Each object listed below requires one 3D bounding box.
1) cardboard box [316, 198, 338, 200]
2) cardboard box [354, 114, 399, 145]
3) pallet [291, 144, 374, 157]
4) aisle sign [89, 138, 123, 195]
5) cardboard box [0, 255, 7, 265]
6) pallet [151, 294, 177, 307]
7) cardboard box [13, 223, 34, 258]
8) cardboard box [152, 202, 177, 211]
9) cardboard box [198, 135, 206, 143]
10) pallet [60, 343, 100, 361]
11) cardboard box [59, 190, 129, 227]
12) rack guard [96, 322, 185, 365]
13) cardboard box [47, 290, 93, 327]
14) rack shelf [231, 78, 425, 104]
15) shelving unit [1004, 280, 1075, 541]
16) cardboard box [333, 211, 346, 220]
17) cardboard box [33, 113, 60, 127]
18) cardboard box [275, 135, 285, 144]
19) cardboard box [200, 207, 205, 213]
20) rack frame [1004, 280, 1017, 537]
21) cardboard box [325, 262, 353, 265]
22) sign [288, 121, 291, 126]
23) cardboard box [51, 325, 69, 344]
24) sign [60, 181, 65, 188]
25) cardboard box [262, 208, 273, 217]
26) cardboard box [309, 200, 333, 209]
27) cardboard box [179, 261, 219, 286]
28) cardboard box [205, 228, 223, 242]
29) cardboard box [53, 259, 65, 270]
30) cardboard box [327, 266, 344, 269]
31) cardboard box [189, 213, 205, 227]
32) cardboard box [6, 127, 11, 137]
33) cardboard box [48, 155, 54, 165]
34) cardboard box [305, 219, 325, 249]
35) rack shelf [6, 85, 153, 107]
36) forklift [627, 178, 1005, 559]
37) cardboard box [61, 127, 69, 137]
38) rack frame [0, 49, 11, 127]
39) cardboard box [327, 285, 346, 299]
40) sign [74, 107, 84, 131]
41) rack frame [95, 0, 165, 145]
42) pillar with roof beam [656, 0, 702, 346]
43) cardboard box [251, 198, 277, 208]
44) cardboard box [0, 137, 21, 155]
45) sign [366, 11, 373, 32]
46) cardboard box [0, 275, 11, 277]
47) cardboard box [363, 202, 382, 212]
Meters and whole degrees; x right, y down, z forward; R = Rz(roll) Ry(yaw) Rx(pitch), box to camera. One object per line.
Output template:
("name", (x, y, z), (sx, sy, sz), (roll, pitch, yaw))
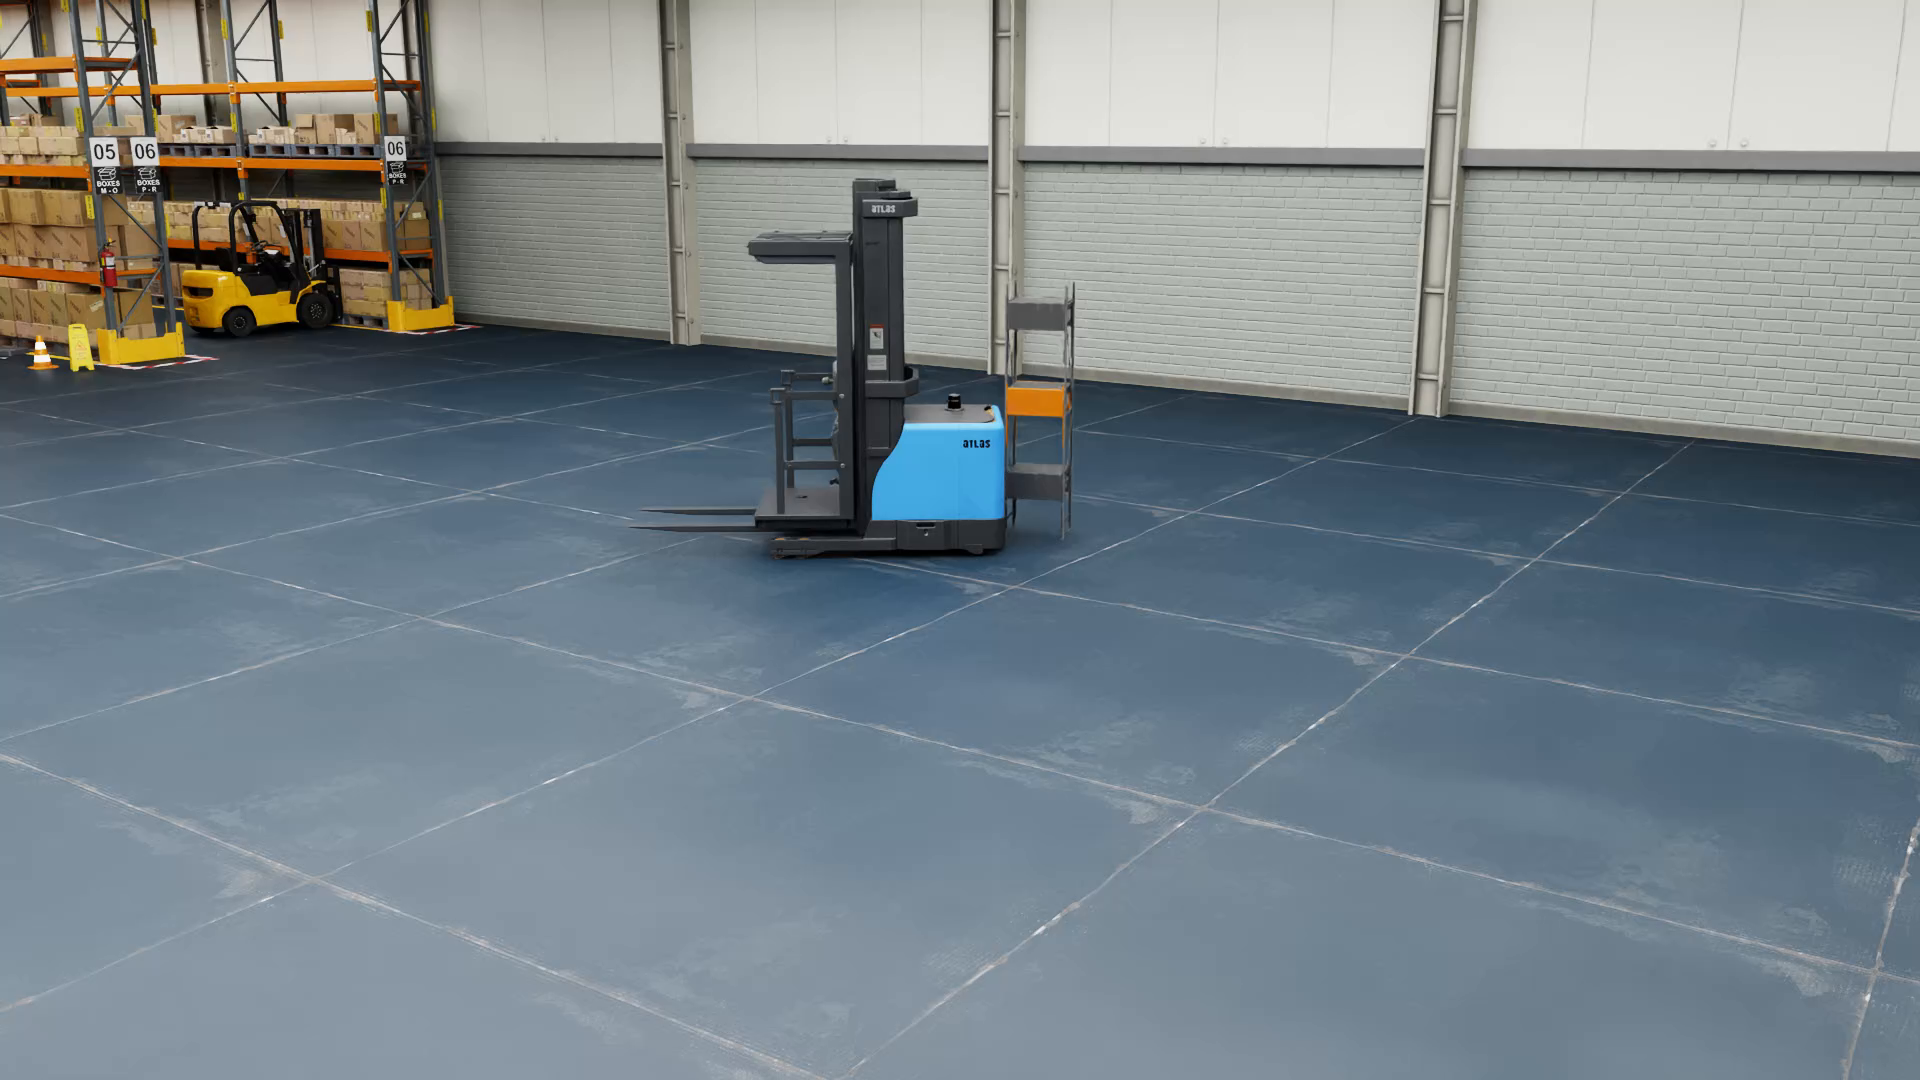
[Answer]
("cardboard box", (-11.280, -6.033, 29.775), (0.250, 0.149, 0.380), (9, 16, 32))
("cardboard box", (-9.756, -6.874, 27.815), (0.500, 0.500, 0.500), (10, 17, 35))
("pallet", (-10.842, -6.782, 28.921), (1.213, 0.211, 1.003), (9, 17, 33))
("aisle sign", (-12.130, -5.311, 23.627), (0.004, 0.787, 0.394), (9, 17, 33))
("cardboard box", (-14.595, -4.331, 25.599), (0.250, 0.149, 0.380), (10, 17, 35))
("pallet", (-15.230, -4.707, 32.399), (1.213, 0.211, 1.003), (9, 17, 33))
("cardboard box", (-13.860, -4.534, 25.070), (0.500, 0.500, 0.500), (9, 17, 33))
("cardboard box", (-15.117, -6.343, 31.647), (0.250, 0.149, 0.380), (9, 17, 33))
("cardboard box", (-13.654, -7.316, 30.332), (0.250, 0.149, 0.380), (9, 17, 33))
("pallet", (-12.737, -2.888, 25.052), (1.213, 0.211, 1.003), (9, 17, 33))
("cardboard box", (-12.566, -4.819, 24.140), (0.500, 0.500, 0.700), (9, 16, 31))
("rack guard", (-12.083, -2.913, 24.548), (0.348, 0.500, 1.175), (9, 17, 33))
("cardboard box", (-13.265, -3.474, 24.901), (0.500, 0.500, 0.500), (10, 17, 35))
("rack shelf", (-10.912, -7.743, 28.704), (4.000, 0.370, 1.077), (9, 17, 33))
("shelving unit", (0.658, -1.075, 13.796), (0.503, 2.100, 0.431), (3, 14, 13))
("cardboard box", (-10.554, -5.597, 28.634), (0.250, 0.149, 0.380), (9, 16, 31))
("cardboard box", (-18.680, -8.591, 34.003), (0.258, 0.266, 0.396), (9, 17, 33))
("cardboard box", (-11.731, -7.005, 29.077), (0.250, 0.149, 0.380), (10, 17, 34))
("cardboard box", (-13.852, -6.138, 30.818), (0.250, 0.149, 0.380), (9, 16, 31))
("rack frame", (0.420, -1.088, 13.849), (0.015, 2.100, 0.400), (3, 14, 13))
("cardboard box", (-11.215, -4.834, 29.876), (0.500, 0.250, 0.500), (9, 17, 33))
("sign", (-12.263, -7.499, 30.390), (0.005, 0.325, 0.100), (9, 17, 33))
("cardboard box", (-13.266, -3.111, 24.995), (0.500, 0.250, 0.500), (9, 17, 33))
("sign", (-18.903, -7.388, 35.018), (0.005, 0.325, 0.100), (9, 17, 33))
("cardboard box", (-12.239, -5.876, 29.760), (0.250, 0.149, 0.380), (10, 17, 34))
("cardboard box", (-11.143, -5.861, 29.082), (0.250, 0.149, 0.380), (9, 17, 33))
("cardboard box", (-14.276, -4.967, 31.715), (0.625, 0.625, 0.875), (8, 16, 31))
("cardboard box", (-13.556, -5.651, 30.722), (0.500, 0.250, 0.500), (9, 17, 32))
("cardboard box", (-13.153, -4.080, 24.586), (0.250, 0.149, 0.380), (10, 17, 34))
("cardboard box", (-11.077, -4.662, 29.183), (0.500, 0.250, 0.500), (9, 16, 32))
("cardboard box", (-13.974, -5.964, 30.946), (0.500, 0.250, 0.500), (10, 17, 34))
("cardboard box", (-13.924, -6.074, 24.739), (0.250, 0.149, 0.380), (10, 17, 34))
("cardboard box", (-13.071, -5.558, 24.315), (0.250, 0.149, 0.380), (9, 17, 33))
("cardboard box", (-11.082, -5.373, 29.079), (0.500, 0.500, 0.500), (9, 17, 33))
("rack shelf", (-17.551, -8.816, 33.038), (4.000, 0.370, 1.077), (9, 17, 33))
("forklift", (-1.161, -1.401, 13.384), (3.031, 2.935, 1.130), (0, 14, -1))
("cardboard box", (-12.658, -5.866, 23.897), (0.250, 0.149, 0.380), (10, 17, 34))
("rack frame", (-15.339, -7.564, 25.653), (0.127, 3.000, 1.000), (9, 17, 33))
("cardboard box", (-10.682, -4.355, 28.982), (0.500, 0.250, 0.500), (9, 16, 32))
("sign", (-12.346, -5.894, 23.304), (0.005, 0.325, 0.100), (9, 17, 33))
("rack frame", (-15.891, -9.091, 31.820), (0.127, 3.000, 1.000), (9, 17, 33))
("pillar with roof beam", (-6.752, -6.628, 21.871), (0.400, 9.000, 9.100), (9, 17, 33))
("cardboard box", (-12.473, -6.048, 29.837), (0.250, 0.149, 0.380), (10, 17, 34))
("cardboard box", (-13.865, -5.862, 24.711), (0.500, 0.250, 0.500), (9, 17, 33))
("sign", (-9.568, -8.404, 26.935), (0.005, 0.325, 0.100), (9, 17, 33))
("cardboard box", (-14.930, -4.038, 25.833), (0.250, 0.149, 0.380), (9, 17, 34))
("cardboard box", (-9.890, -5.647, 28.214), (0.250, 0.149, 0.380), (9, 17, 33))
